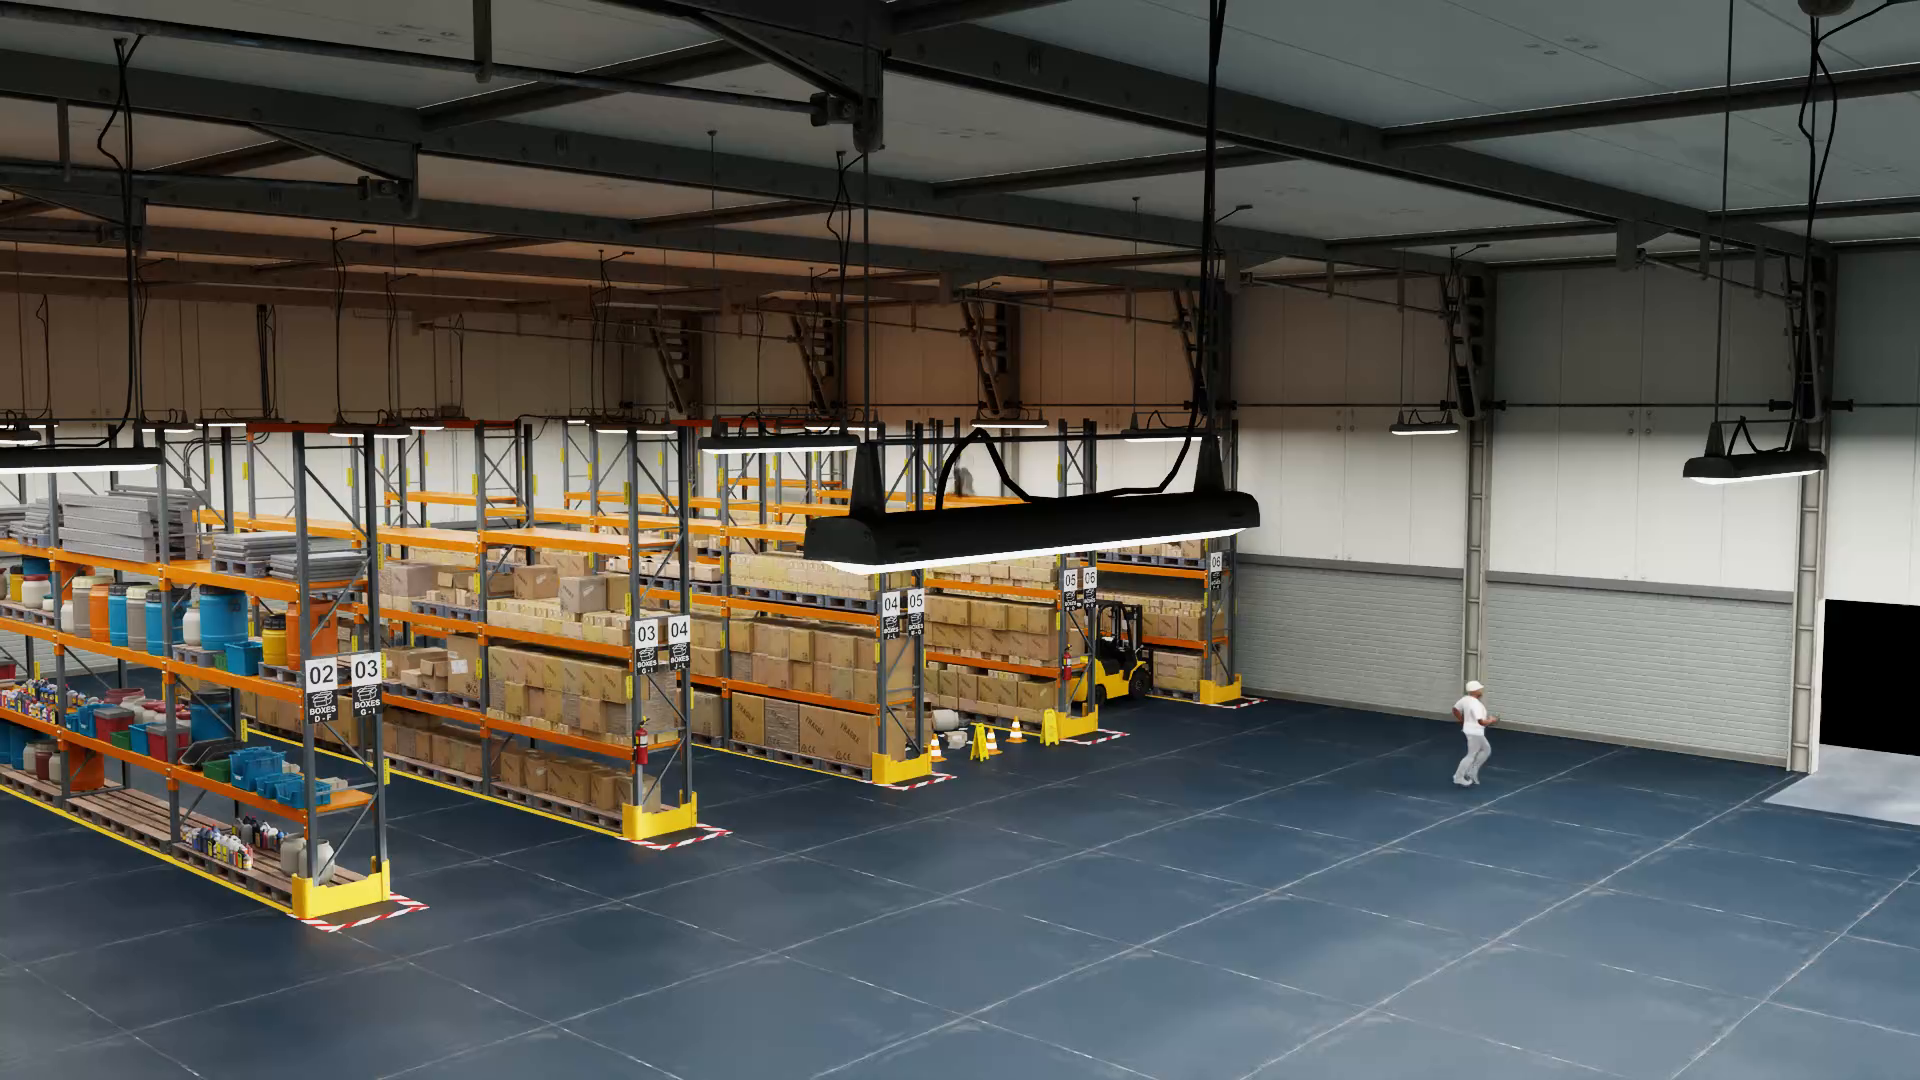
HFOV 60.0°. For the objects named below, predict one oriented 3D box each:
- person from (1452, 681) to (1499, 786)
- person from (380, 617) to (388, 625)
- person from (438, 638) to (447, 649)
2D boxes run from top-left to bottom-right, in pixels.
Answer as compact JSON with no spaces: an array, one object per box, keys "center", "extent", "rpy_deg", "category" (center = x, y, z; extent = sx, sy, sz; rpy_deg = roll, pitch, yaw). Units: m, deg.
[{"center":[8.518,3.209,27.477],"extent":[0.711,1.783,0.671],"rpy_deg":[0,5,5],"category":"person"},{"center":[-13.753,2.321,39.204],"extent":[0.598,1.614,0.515],"rpy_deg":[3,5,29],"category":"person"},{"center":[-12.700,2.092,40.996],"extent":[0.618,1.832,0.853],"rpy_deg":[4,6,42],"category":"person"}]
